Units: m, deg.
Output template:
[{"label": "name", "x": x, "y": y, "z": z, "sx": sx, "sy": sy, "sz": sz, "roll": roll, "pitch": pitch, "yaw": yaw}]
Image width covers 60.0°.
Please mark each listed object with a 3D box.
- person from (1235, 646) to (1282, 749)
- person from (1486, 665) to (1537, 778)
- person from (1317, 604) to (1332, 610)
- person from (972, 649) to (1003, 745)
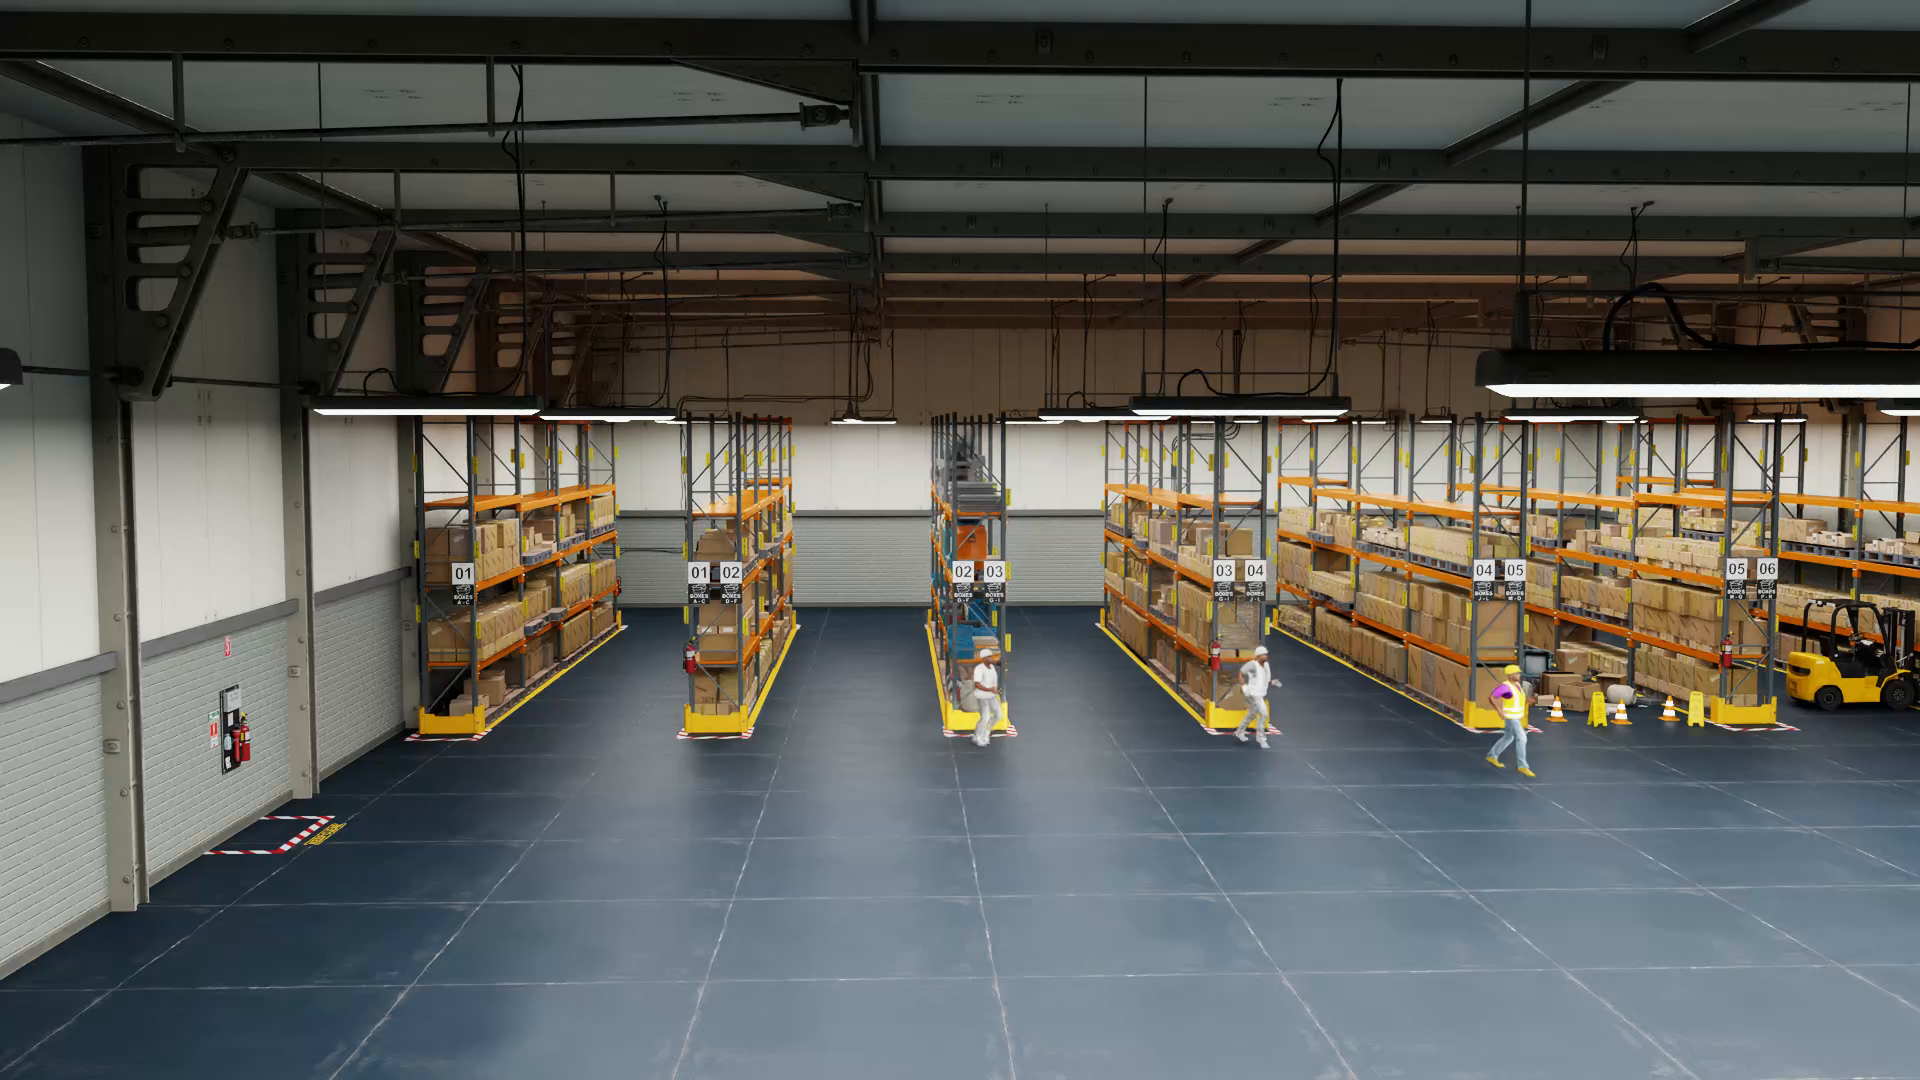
[{"label": "person", "x": 5.335, "y": 2.814, "z": 29.892, "sx": 0.893, "sy": 1.828, "sz": 0.605, "roll": 3, "pitch": 5, "yaw": 36}, {"label": "person", "x": 9.105, "y": 2.957, "z": 27.424, "sx": 0.871, "sy": 1.806, "sz": 0.685, "roll": 3, "pitch": 5, "yaw": 35}, {"label": "person", "x": 10.620, "y": 1.575, "z": 48.471, "sx": 0.746, "sy": 1.698, "sz": 0.647, "roll": -4, "pitch": 5, "yaw": -43}, {"label": "person", "x": 0.520, "y": 2.820, "z": 29.849, "sx": 0.631, "sy": 1.744, "sz": 0.732, "roll": 3, "pitch": 5, "yaw": 35}]
